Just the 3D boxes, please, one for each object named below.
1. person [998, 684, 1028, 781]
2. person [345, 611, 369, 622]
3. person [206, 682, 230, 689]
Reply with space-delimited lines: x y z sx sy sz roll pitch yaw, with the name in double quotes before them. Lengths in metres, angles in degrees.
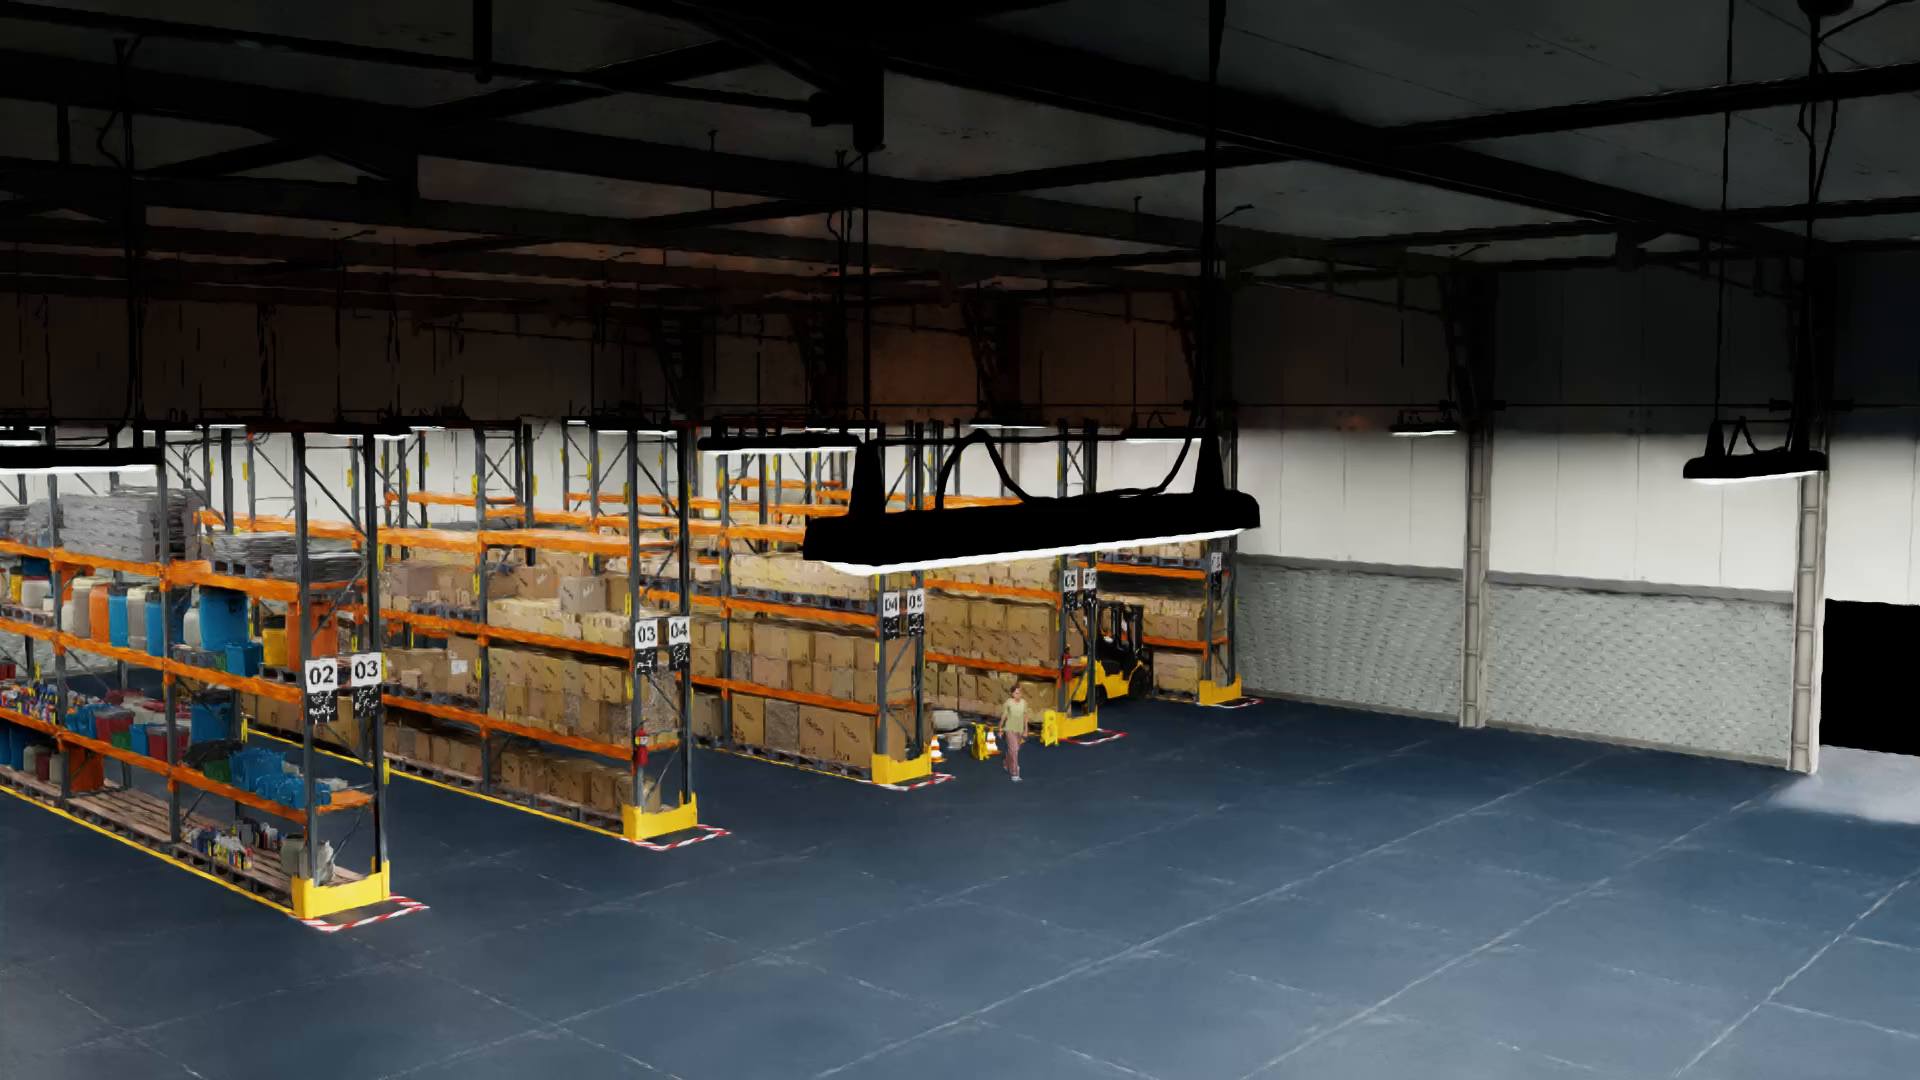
"person" 0.924 3.225 28.176 0.479 1.612 0.958 -2 5 -26
"person" -15.157 2.063 41.841 0.569 1.725 0.961 -2 5 -26
"person" -13.456 3.056 30.292 0.503 1.617 0.580 4 6 39
